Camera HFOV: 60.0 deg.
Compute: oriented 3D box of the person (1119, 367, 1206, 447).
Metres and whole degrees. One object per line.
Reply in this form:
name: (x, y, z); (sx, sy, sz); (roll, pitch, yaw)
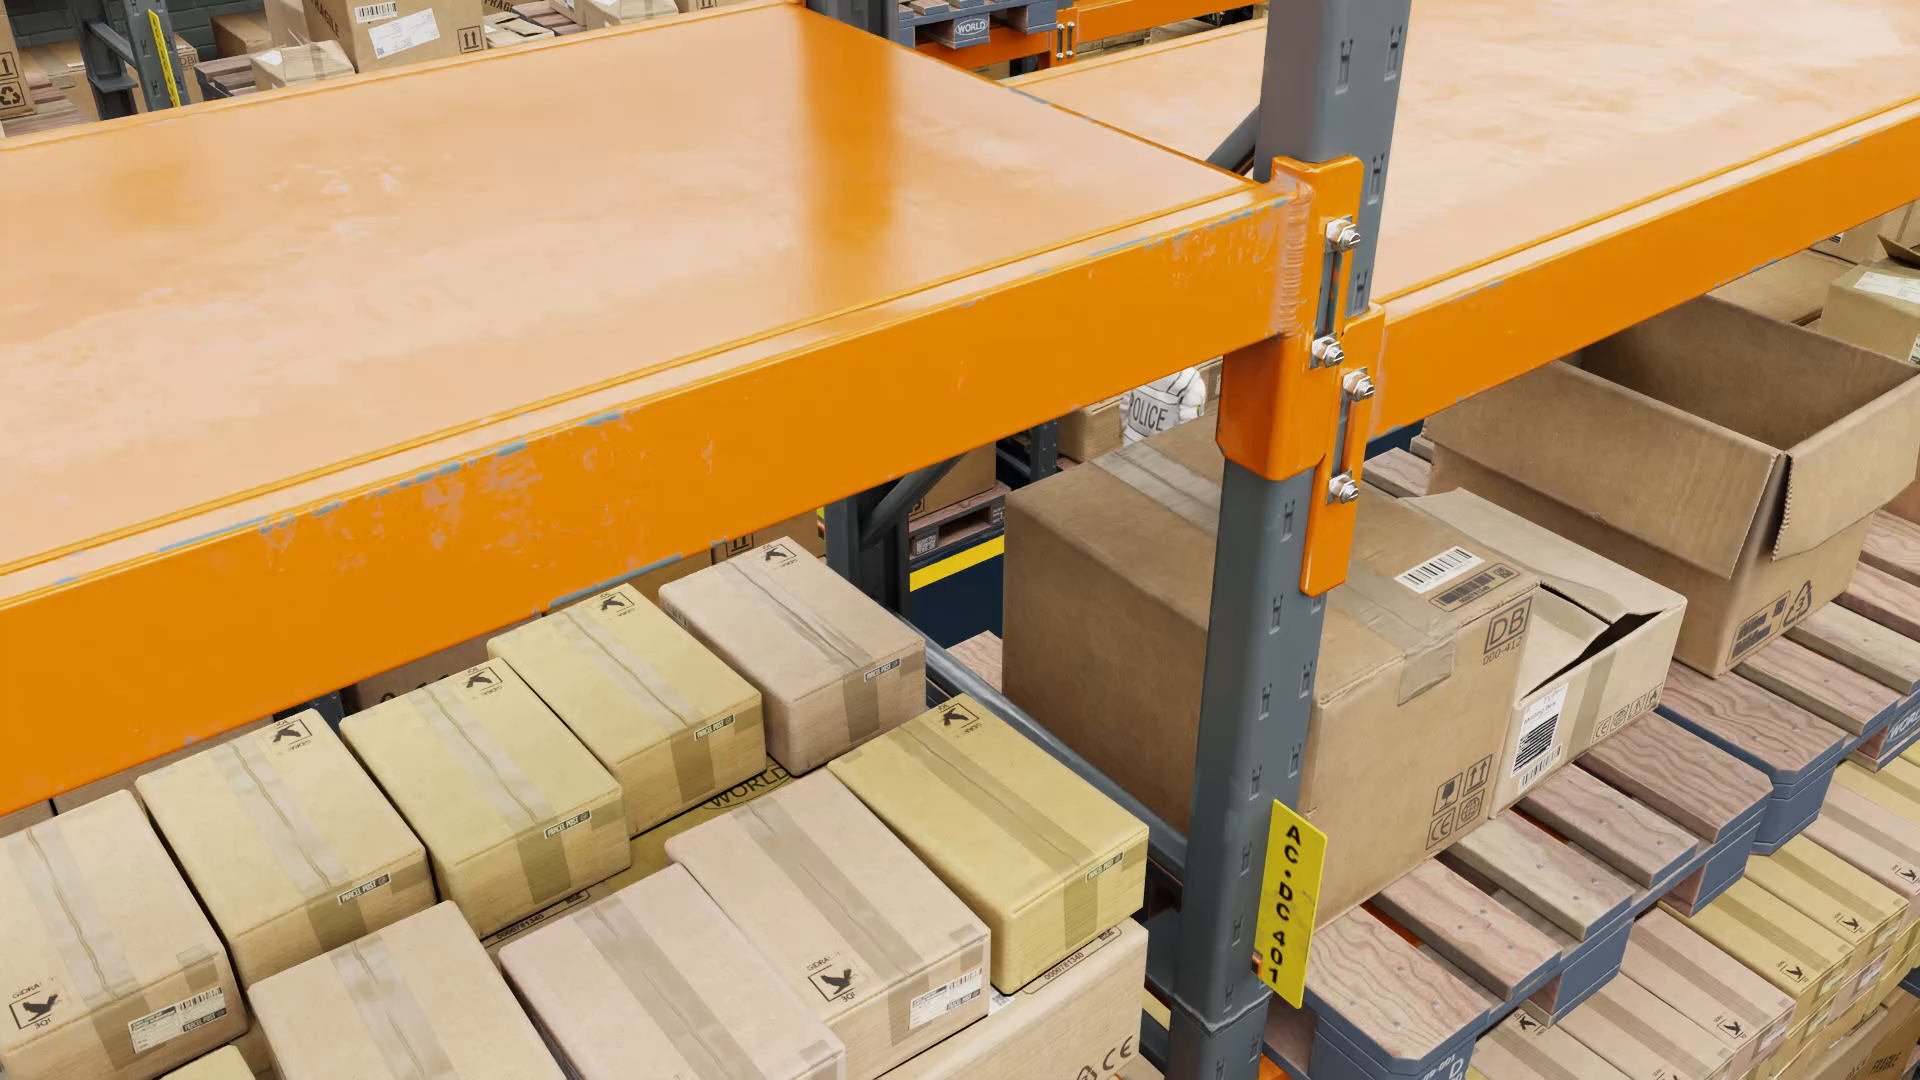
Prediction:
person: (1.008, -0.373, 8.222); (0.379, 1.663, 0.536); (-23, 39, -32)
